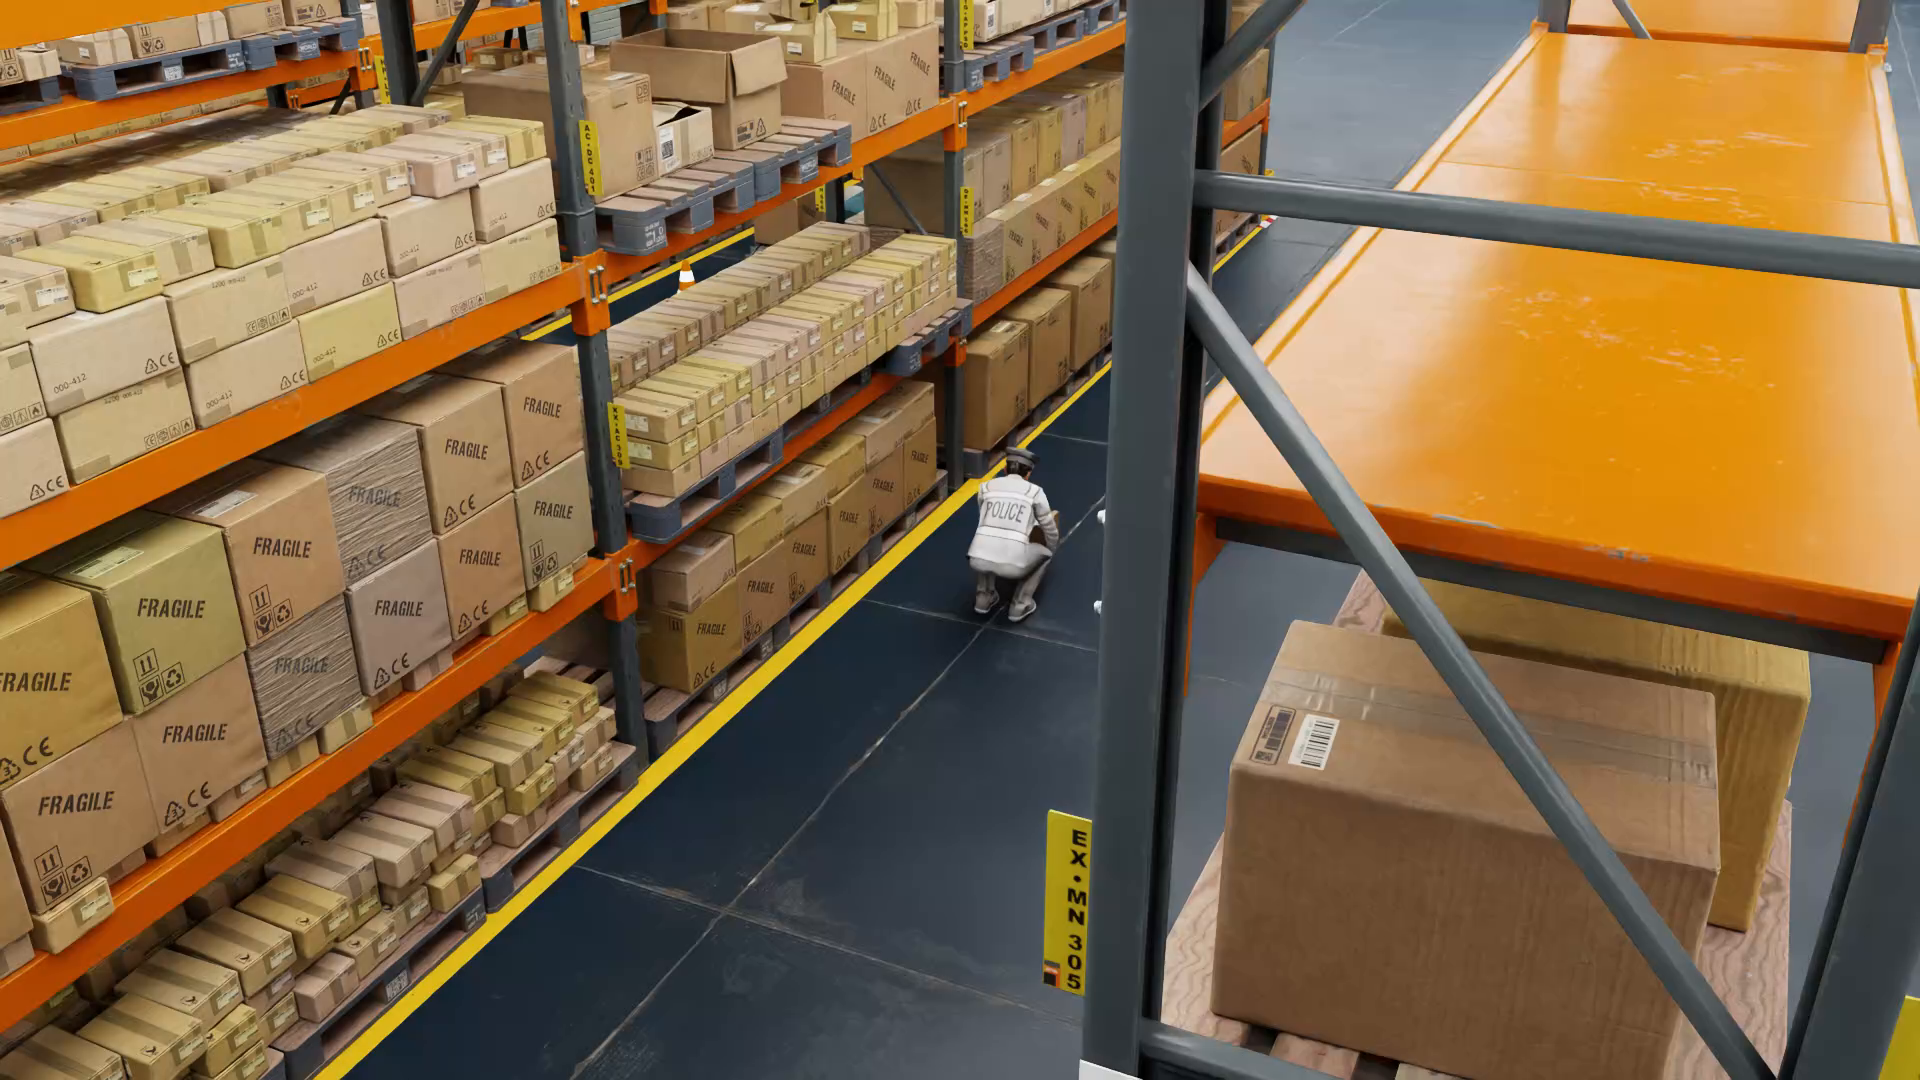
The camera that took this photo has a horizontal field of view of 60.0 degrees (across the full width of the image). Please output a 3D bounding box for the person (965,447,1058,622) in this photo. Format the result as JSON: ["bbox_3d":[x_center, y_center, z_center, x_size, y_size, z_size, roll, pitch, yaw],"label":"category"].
[{"bbox_3d":[0.316,-0.044,10.308,0.497,0.964,0.821,11,28,21],"label":"person"}]
